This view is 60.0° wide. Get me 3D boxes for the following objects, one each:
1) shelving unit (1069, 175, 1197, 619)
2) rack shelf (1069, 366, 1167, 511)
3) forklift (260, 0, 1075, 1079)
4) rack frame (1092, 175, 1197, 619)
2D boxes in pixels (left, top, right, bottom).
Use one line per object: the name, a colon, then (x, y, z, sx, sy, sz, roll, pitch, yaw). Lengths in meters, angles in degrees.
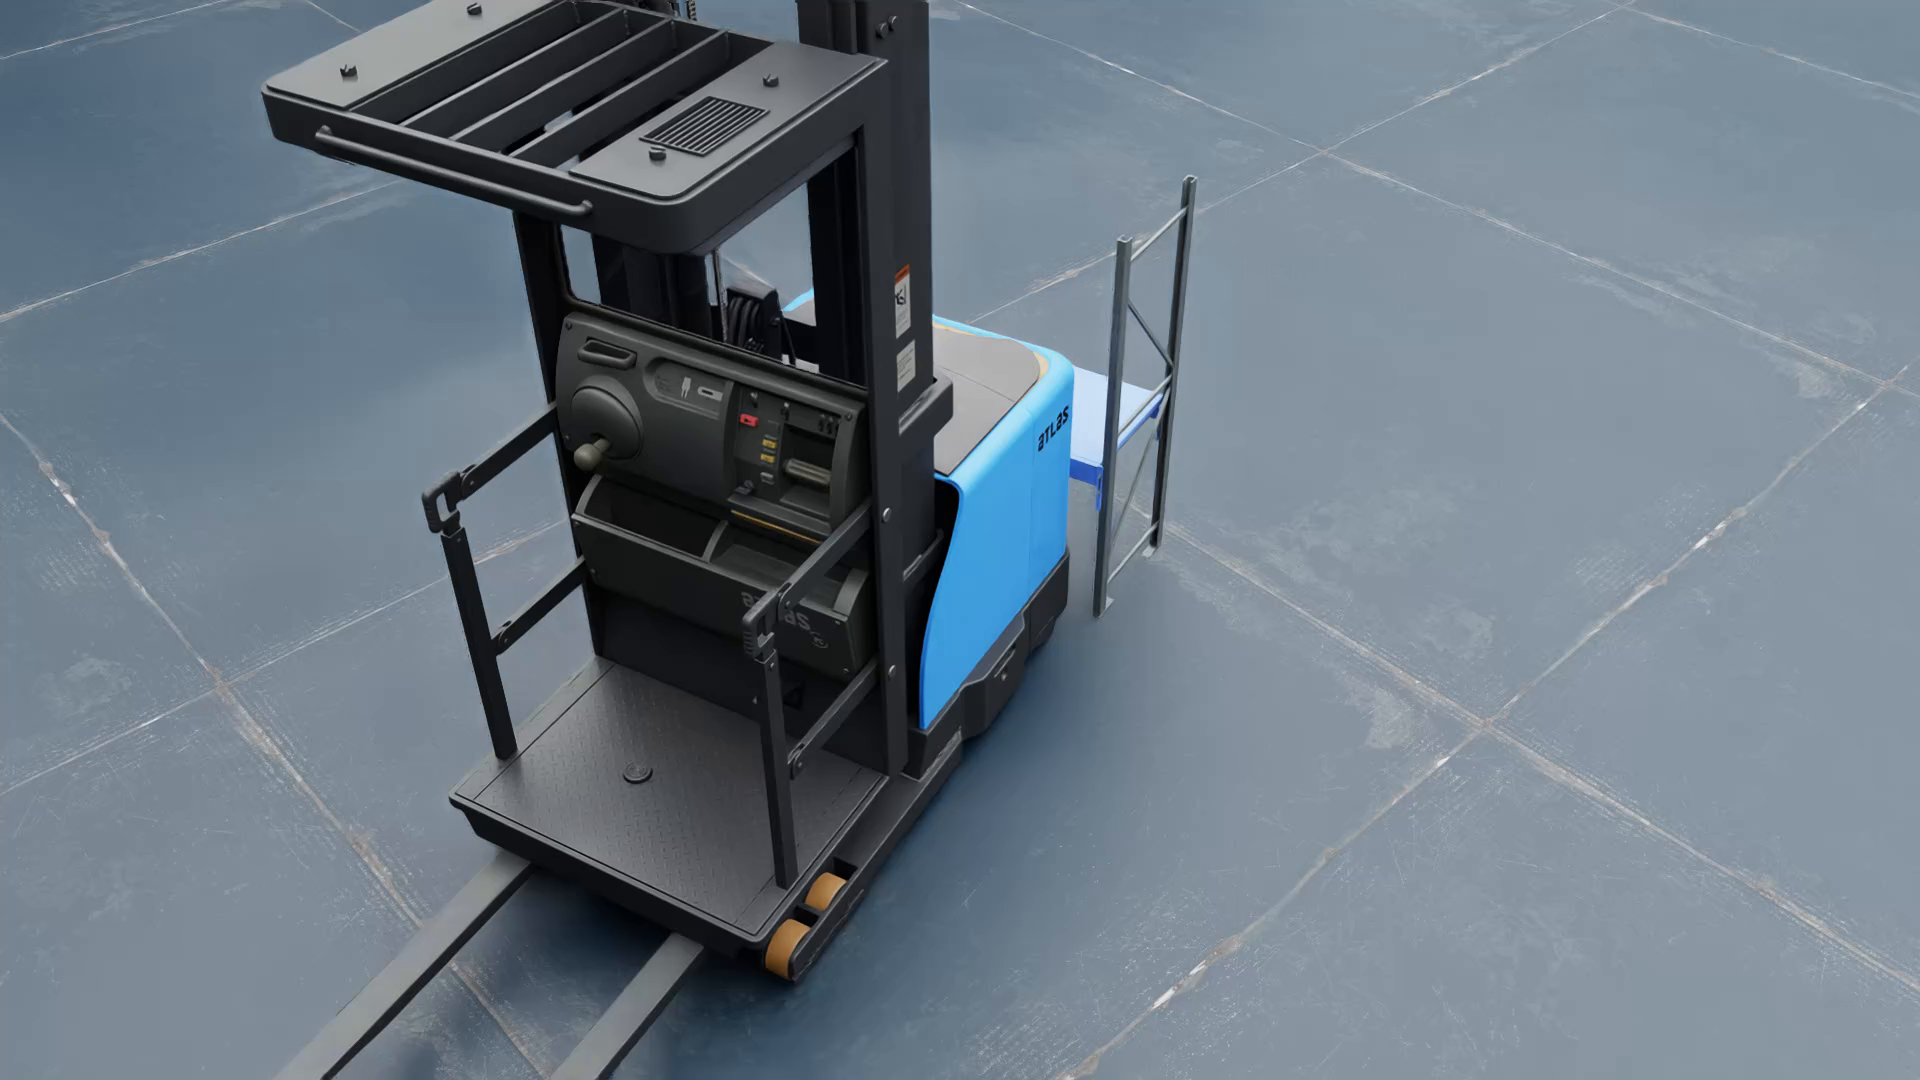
shelving unit: (0.179, -0.610, 5.811, 1.048, 1.500, 0.538, 21, 43, 24)
rack shelf: (0.179, -0.470, 5.924, 1.000, 0.185, 0.538, 21, 43, 24)
forklift: (-0.775, -0.227, 4.198, 1.130, 2.935, 3.031, 19, 43, 22)
rack frame: (0.613, -0.443, 5.605, 0.032, 1.500, 0.500, 21, 43, 24)
